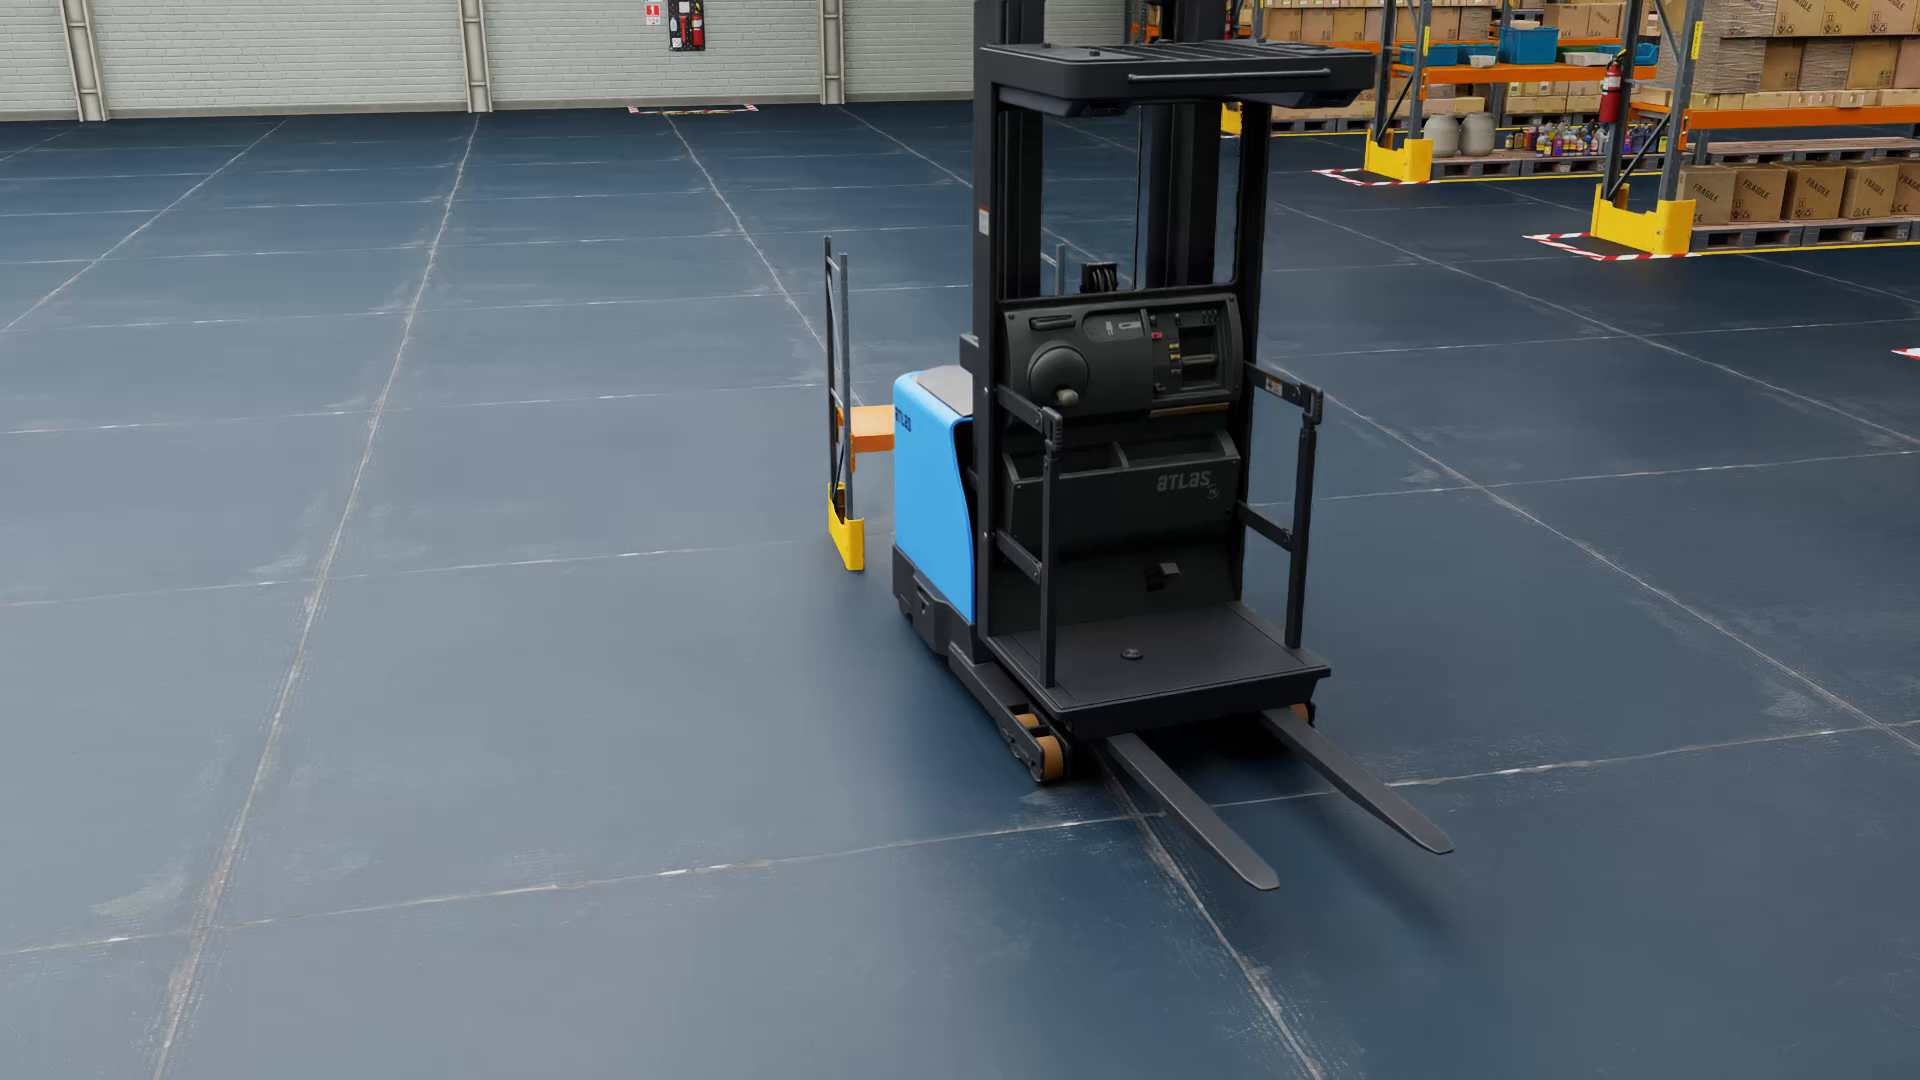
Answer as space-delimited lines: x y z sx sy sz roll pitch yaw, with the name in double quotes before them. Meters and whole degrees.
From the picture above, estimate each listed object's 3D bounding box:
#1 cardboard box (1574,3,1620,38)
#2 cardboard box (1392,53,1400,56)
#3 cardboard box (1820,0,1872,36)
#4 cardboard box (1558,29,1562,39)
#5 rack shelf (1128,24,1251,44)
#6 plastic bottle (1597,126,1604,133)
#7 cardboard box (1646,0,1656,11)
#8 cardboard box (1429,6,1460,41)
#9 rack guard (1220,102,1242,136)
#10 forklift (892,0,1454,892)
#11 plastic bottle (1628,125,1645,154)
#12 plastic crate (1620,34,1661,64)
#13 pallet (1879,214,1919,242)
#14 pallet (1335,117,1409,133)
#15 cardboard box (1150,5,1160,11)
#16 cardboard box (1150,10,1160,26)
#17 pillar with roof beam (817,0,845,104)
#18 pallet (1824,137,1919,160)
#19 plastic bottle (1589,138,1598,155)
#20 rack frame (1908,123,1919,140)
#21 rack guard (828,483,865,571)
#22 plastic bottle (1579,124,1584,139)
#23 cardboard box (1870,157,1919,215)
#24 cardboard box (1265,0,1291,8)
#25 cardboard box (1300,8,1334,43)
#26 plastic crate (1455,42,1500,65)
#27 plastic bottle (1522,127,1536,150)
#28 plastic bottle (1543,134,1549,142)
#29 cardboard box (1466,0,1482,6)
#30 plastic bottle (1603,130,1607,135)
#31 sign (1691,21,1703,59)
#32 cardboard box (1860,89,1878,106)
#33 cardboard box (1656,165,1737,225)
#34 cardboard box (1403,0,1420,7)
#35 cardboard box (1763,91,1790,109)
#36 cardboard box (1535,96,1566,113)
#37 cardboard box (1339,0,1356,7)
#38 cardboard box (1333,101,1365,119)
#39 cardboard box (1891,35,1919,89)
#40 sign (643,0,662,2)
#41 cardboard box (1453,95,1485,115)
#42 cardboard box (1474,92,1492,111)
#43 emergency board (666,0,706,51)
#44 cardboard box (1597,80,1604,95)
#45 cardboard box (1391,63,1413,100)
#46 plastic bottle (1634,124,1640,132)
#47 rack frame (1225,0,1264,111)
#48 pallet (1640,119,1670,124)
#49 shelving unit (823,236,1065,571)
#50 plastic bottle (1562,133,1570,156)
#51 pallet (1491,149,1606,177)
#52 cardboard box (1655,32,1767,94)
"cardboard box" 9.888 -8.100 25.920 0.500 0.500 0.500 -5 21 -12
"cardboard box" 8.133 -9.059 30.587 0.500 0.250 0.500 -5 21 -14
"cardboard box" 8.092 -4.969 15.487 0.500 0.500 0.500 -5 21 -12
"cardboard box" 9.046 -7.800 25.611 0.250 0.149 0.380 -5 21 -12
"rack shelf" 5.047 -9.078 29.781 4.000 0.370 1.077 -5 21 -12
"plastic bottle" 8.278 -5.206 21.493 0.097 0.271 0.097 0 20 0
"cardboard box" 12.917 -10.160 31.084 0.500 0.500 0.500 -4 21 -11
"cardboard box" 7.194 -7.882 25.325 0.500 0.500 0.700 -5 21 -13
"rack guard" 4.220 -6.424 25.124 0.348 0.500 1.175 -5 21 -12
"forklift" 0.680 -0.670 5.881 1.130 2.935 3.031 -7 21 -19
"plastic bottle" 8.525 -5.058 20.973 0.185 0.351 0.144 -6 21 -15
"plastic crate" 8.734 -6.230 21.050 0.504 0.338 0.767 -5 21 -12
"pallet" 9.767 -3.225 16.813 1.213 0.211 1.003 -5 21 -12
"pallet" 6.163 -6.460 25.643 1.213 0.211 1.003 -5 21 -12
"cardboard box" 3.634 -9.486 28.947 0.500 0.500 0.500 -5 21 -12
"cardboard box" 3.648 -9.129 29.063 0.500 0.250 0.500 -5 21 -14
"pillar with roof beam" -1.266 -10.503 23.905 0.400 9.000 9.100 -5 21 -12
"pallet" 12.402 -5.217 22.249 1.213 0.211 1.003 -5 21 -12
"plastic bottle" 7.943 -4.932 20.846 0.097 0.201 0.097 0 20 0
"rack frame" 13.165 -6.574 21.901 0.127 3.000 1.000 -5 21 -12
"rack guard" -0.559 -0.072 8.148 0.087 0.250 0.587 -5 21 -12
"plastic bottle" 8.038 -5.250 21.594 0.133 0.283 0.061 -4 20 -10
"cardboard box" 9.458 -3.557 16.688 0.500 0.500 0.500 2 20 5
"cardboard box" 4.675 -7.910 24.459 0.250 0.149 0.380 -5 21 -13
"cardboard box" 5.211 -7.722 24.889 0.500 0.500 0.700 -4 21 -11
"plastic crate" 6.431 -6.061 20.714 0.408 0.251 0.499 -5 21 -12
"plastic bottle" 7.318 -5.172 21.392 0.135 0.276 0.152 -4 21 -12
"plastic bottle" 7.500 -5.107 21.325 0.097 0.201 0.097 0 20 0
"cardboard box" 7.680 -8.155 25.129 0.250 0.149 0.380 -5 21 -14
"plastic bottle" 8.163 -5.033 21.002 0.133 0.283 0.061 -5 21 -12
"sign" 6.645 -4.508 15.002 0.005 0.325 0.100 -5 21 -12
"cardboard box" 8.547 -4.258 15.944 0.250 0.149 0.380 -5 21 -12
"cardboard box" 7.131 -3.350 16.124 0.500 0.500 0.500 -1 20 -2
"cardboard box" 6.685 -8.074 24.907 0.250 0.149 0.380 -4 21 -11
"cardboard box" 7.585 -4.163 15.683 0.250 0.149 0.380 -5 21 -12
"cardboard box" 9.084 -6.811 25.934 0.500 0.250 0.500 -4 21 -11
"cardboard box" 5.679 -7.992 24.683 0.250 0.149 0.380 -5 21 -14
"cardboard box" 5.789 -6.554 25.232 0.500 0.250 0.500 -5 21 -12
"cardboard box" 9.002 -4.670 16.126 0.500 0.500 0.875 -5 21 -12
"sign" -5.226 -9.198 28.242 0.331 0.109 0.001 -5 21 -12
"cardboard box" 7.735 -6.712 25.664 0.500 0.250 0.500 -5 21 -12
"cardboard box" 8.473 -6.952 26.319 0.500 0.250 0.500 -5 21 -13
"emergency board" -4.670 -8.945 28.371 0.643 1.169 0.194 -5 21 -12
"cardboard box" 10.092 -7.157 26.063 0.500 0.311 0.500 -4 21 -11
"cardboard box" 6.760 -6.988 25.327 0.500 0.500 0.500 -5 21 -12
"plastic bottle" 8.862 -5.305 21.762 0.097 0.271 0.097 0 20 0
"rack frame" 4.244 -7.599 24.699 0.127 3.000 1.000 -5 21 -12
"pallet" 11.219 -6.871 26.765 1.213 0.211 1.003 -5 21 -12
"shelving unit" -0.074 -0.698 8.040 1.083 1.500 0.587 -5 21 -12
"plastic bottle" 7.550 -4.933 20.747 0.097 0.271 0.097 0 20 0
"pallet" 7.420 -4.811 21.142 1.213 0.211 1.003 -5 21 -12
"cardboard box" 7.061 -4.504 15.672 0.500 0.500 0.875 -5 21 -12
